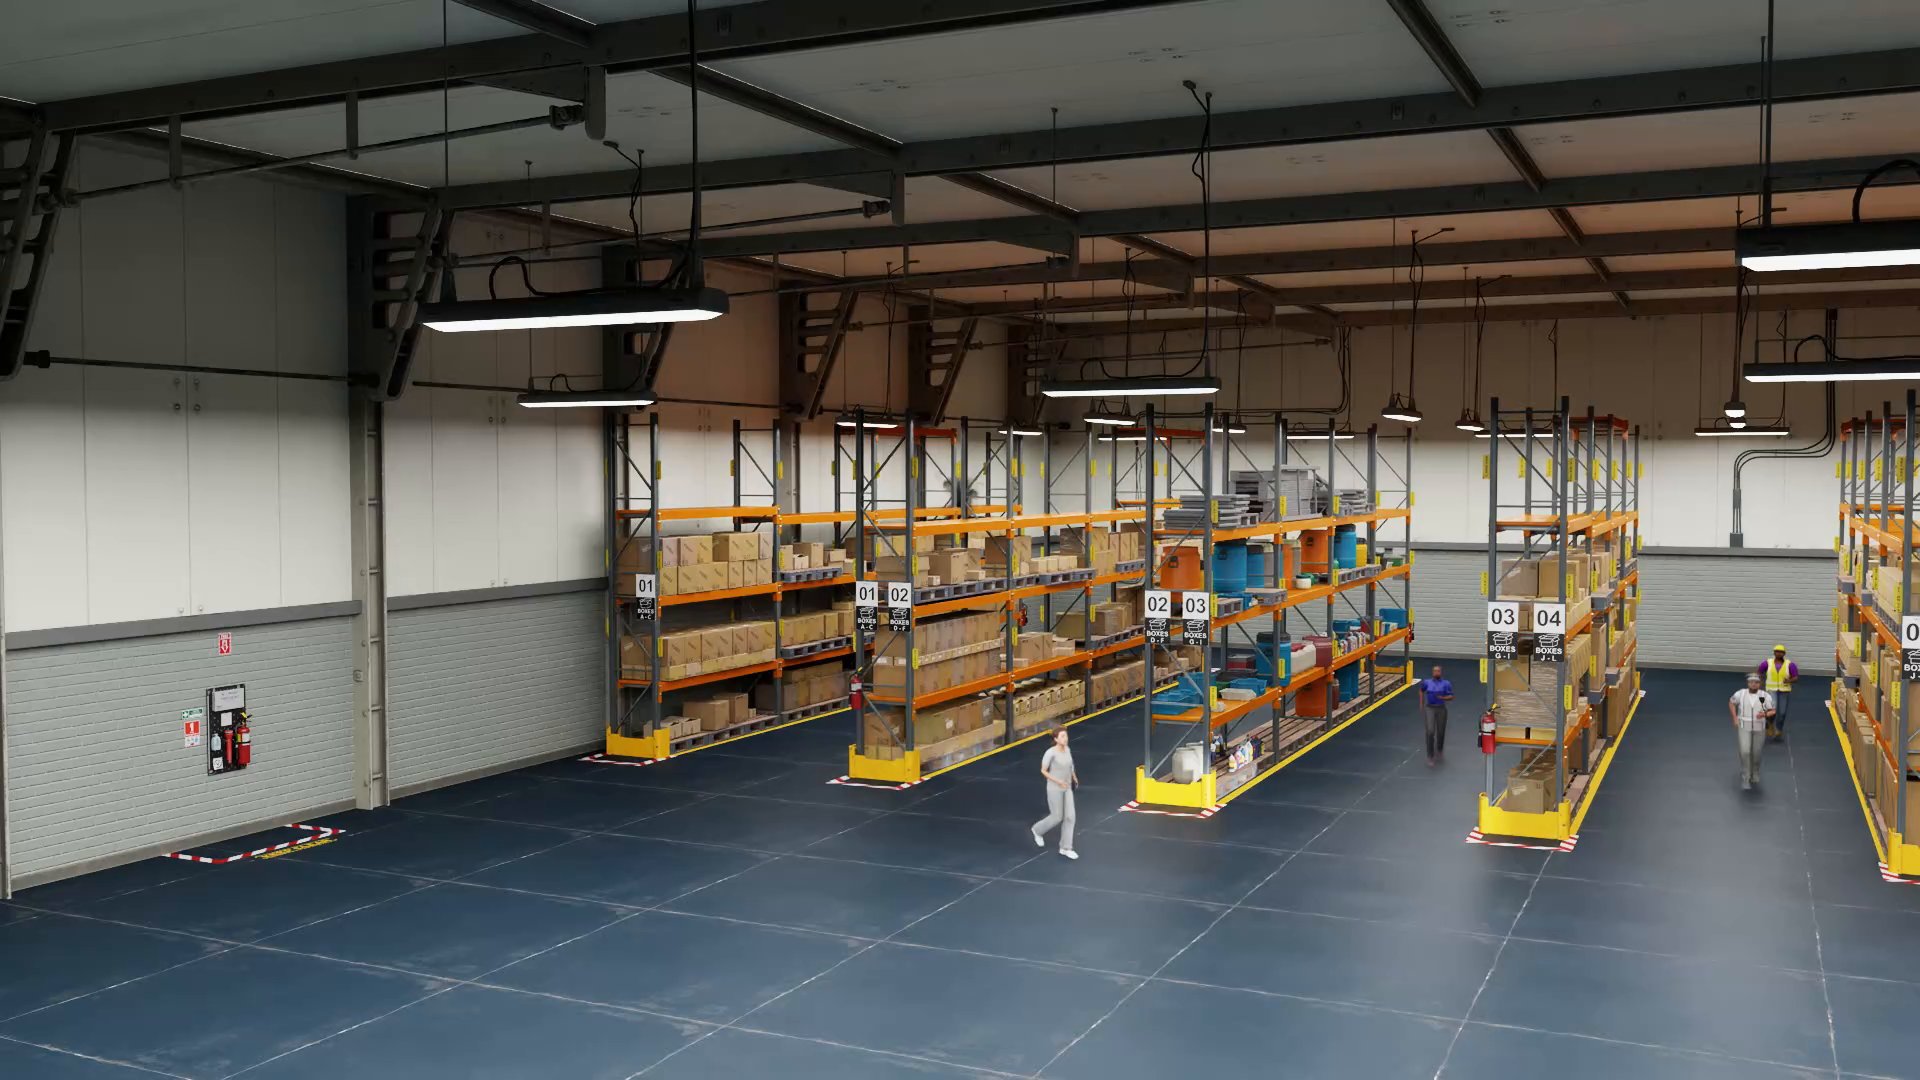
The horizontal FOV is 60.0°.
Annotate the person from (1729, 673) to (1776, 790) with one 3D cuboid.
[{"bbox_3d":[12.556,3.013,26.348,0.662,1.840,0.739,1,3,22],"label":"person"}]

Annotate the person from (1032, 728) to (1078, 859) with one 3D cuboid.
[{"bbox_3d":[1.273,3.266,21.689,0.590,1.668,0.771,-2,3,-39],"label":"person"}]

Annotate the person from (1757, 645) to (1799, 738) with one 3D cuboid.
[{"bbox_3d":[15.214,2.819,30.934,0.684,1.740,0.667,1,3,23],"label":"person"}]

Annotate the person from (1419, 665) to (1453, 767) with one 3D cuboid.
[{"bbox_3d":[8.118,2.972,28.362,0.554,1.703,0.825,1,2,14],"label":"person"}]
